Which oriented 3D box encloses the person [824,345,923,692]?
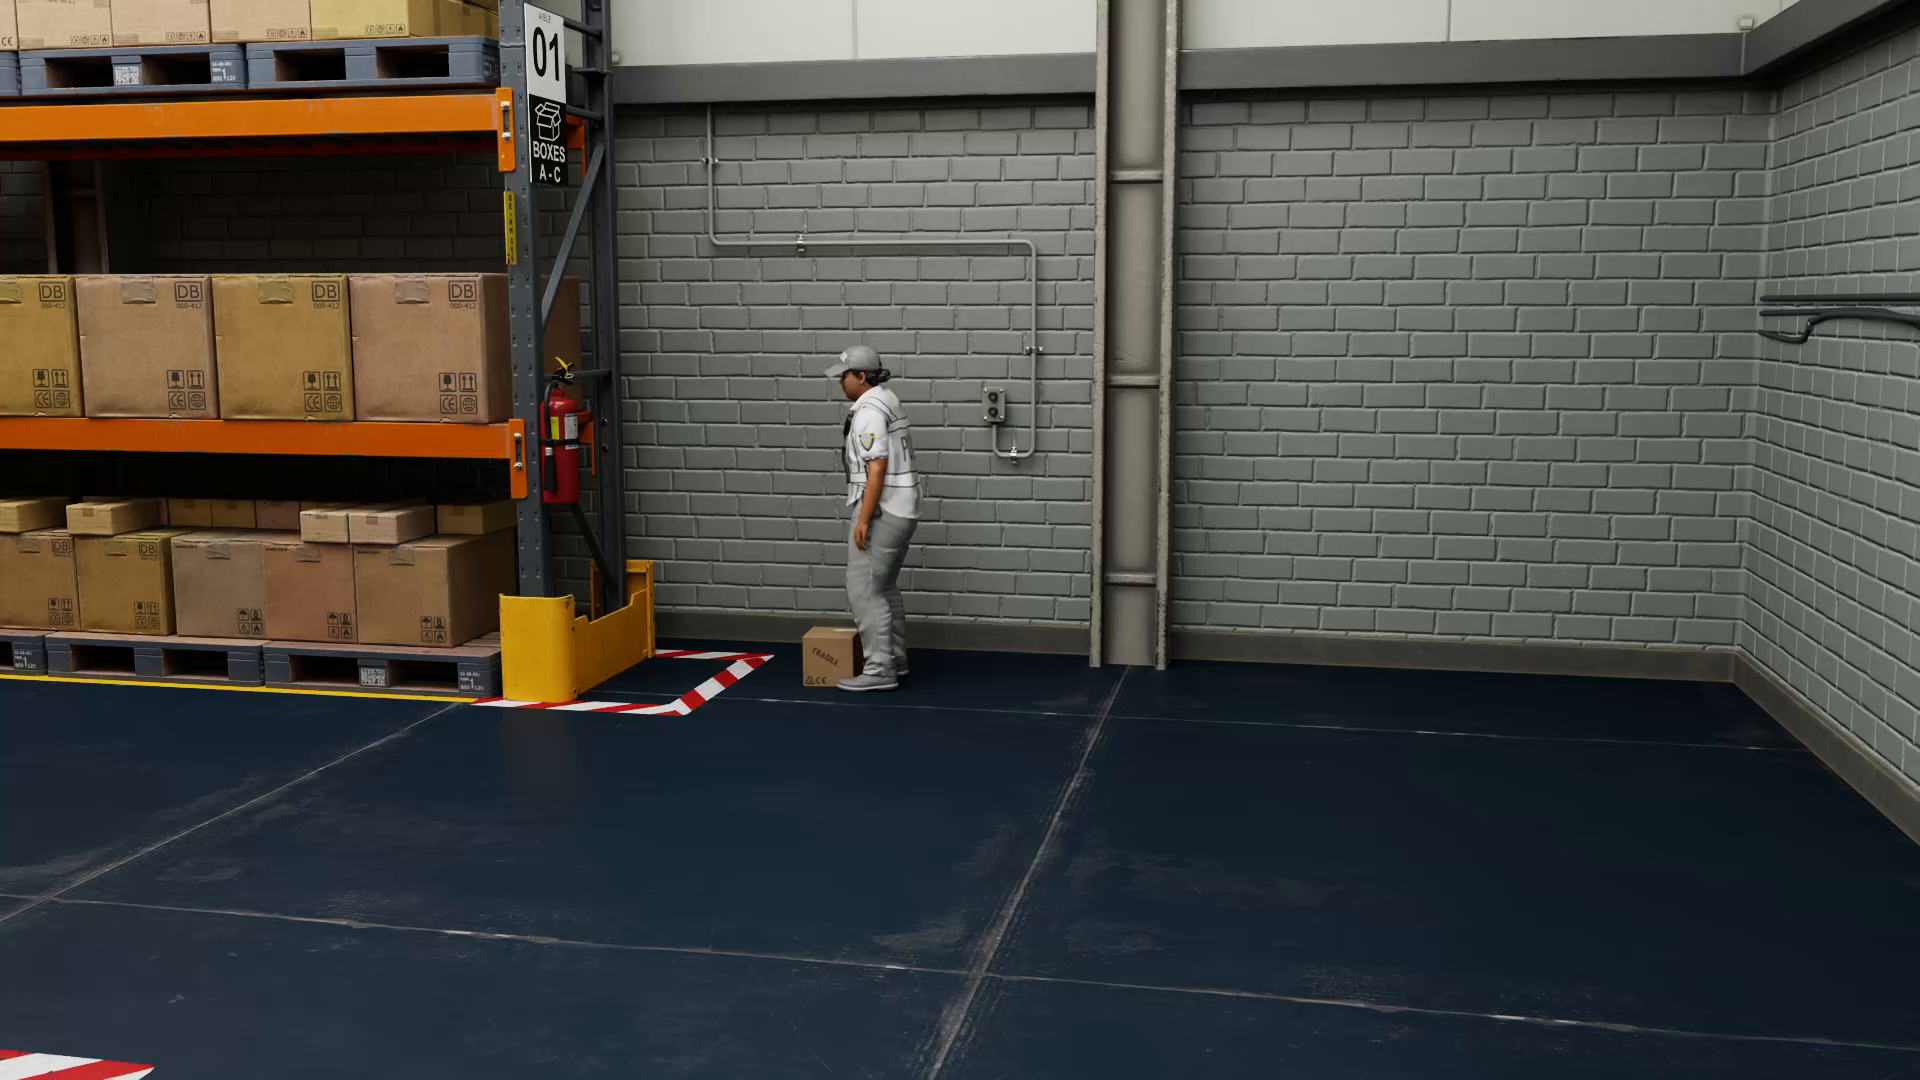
[{"bbox_3d":[-0.419,-0.114,8.102,0.466,1.666,0.564,1,8,8],"label":"person"}]
